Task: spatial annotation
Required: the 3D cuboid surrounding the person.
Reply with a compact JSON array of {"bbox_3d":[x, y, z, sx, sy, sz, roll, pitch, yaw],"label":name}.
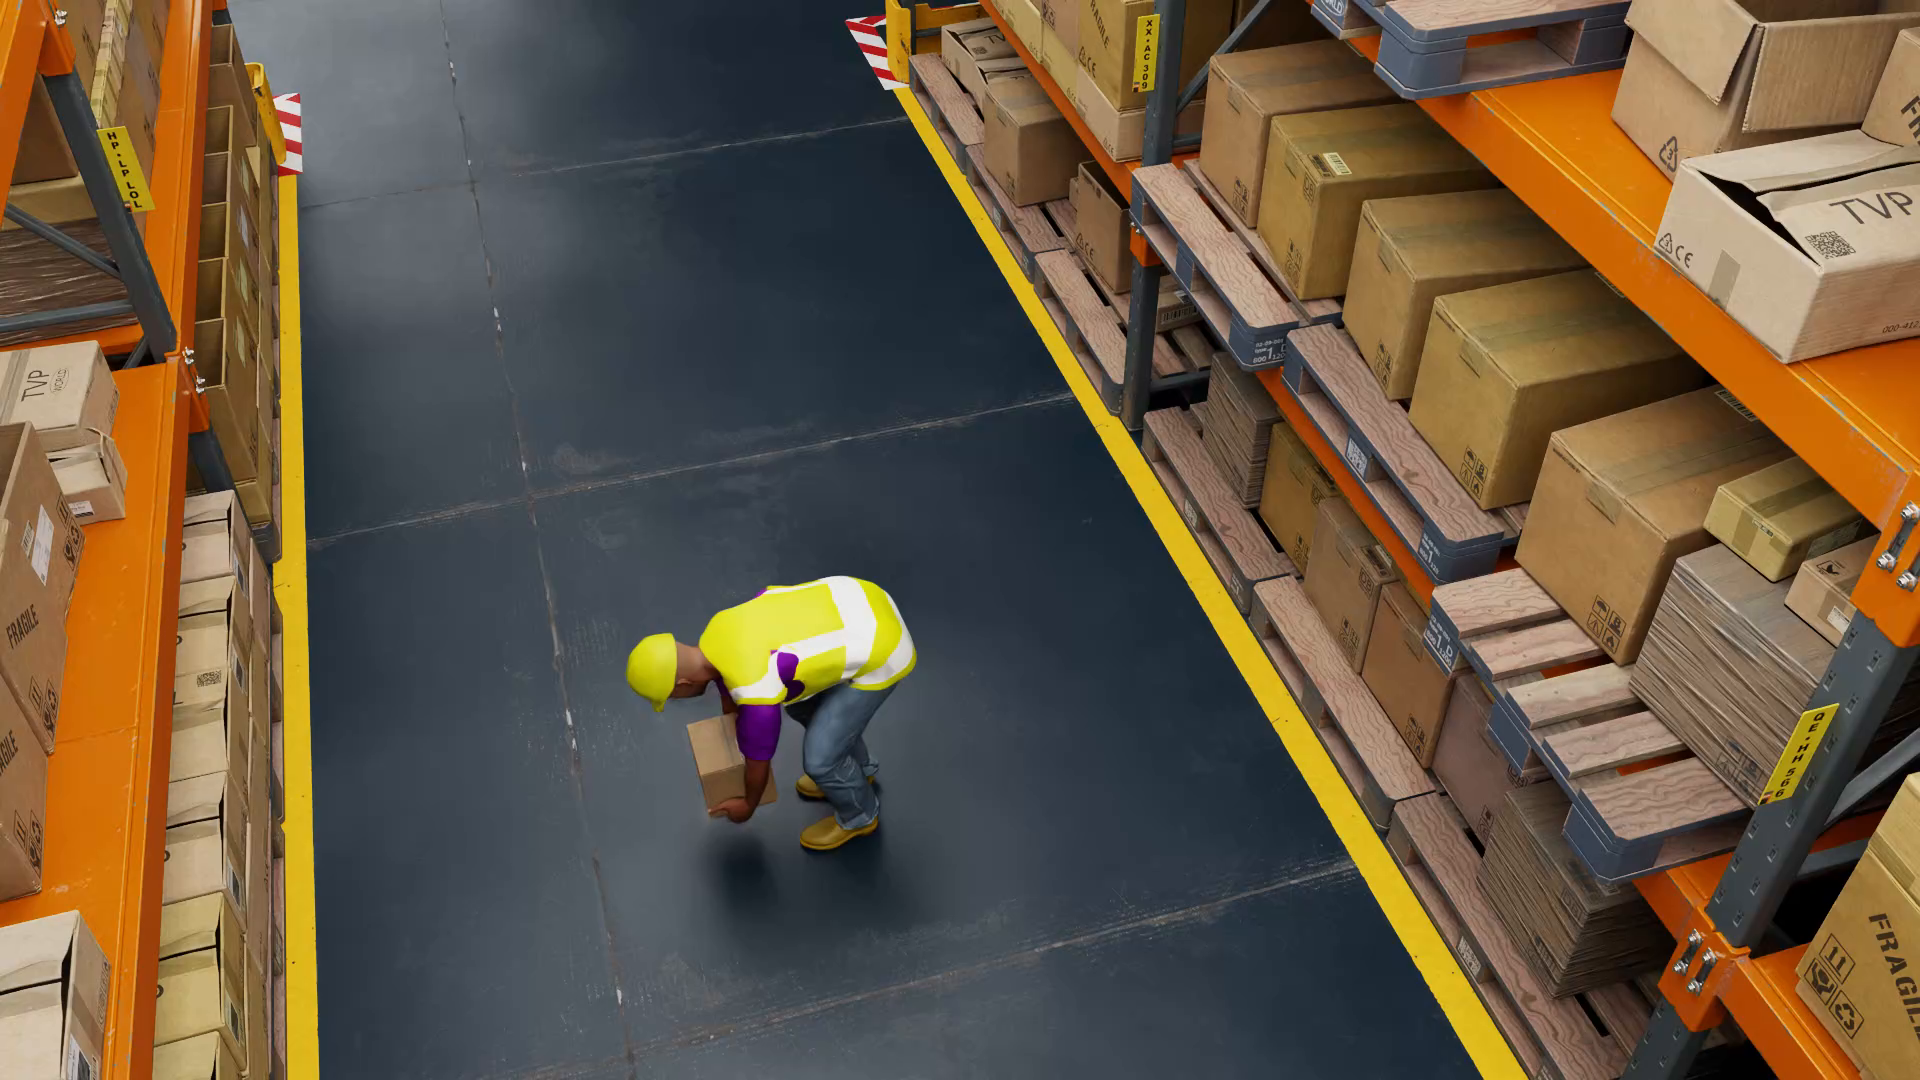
[{"bbox_3d":[-0.640,0.660,5.889,0.979,1.119,0.477,-13,44,-14],"label":"person"}]
